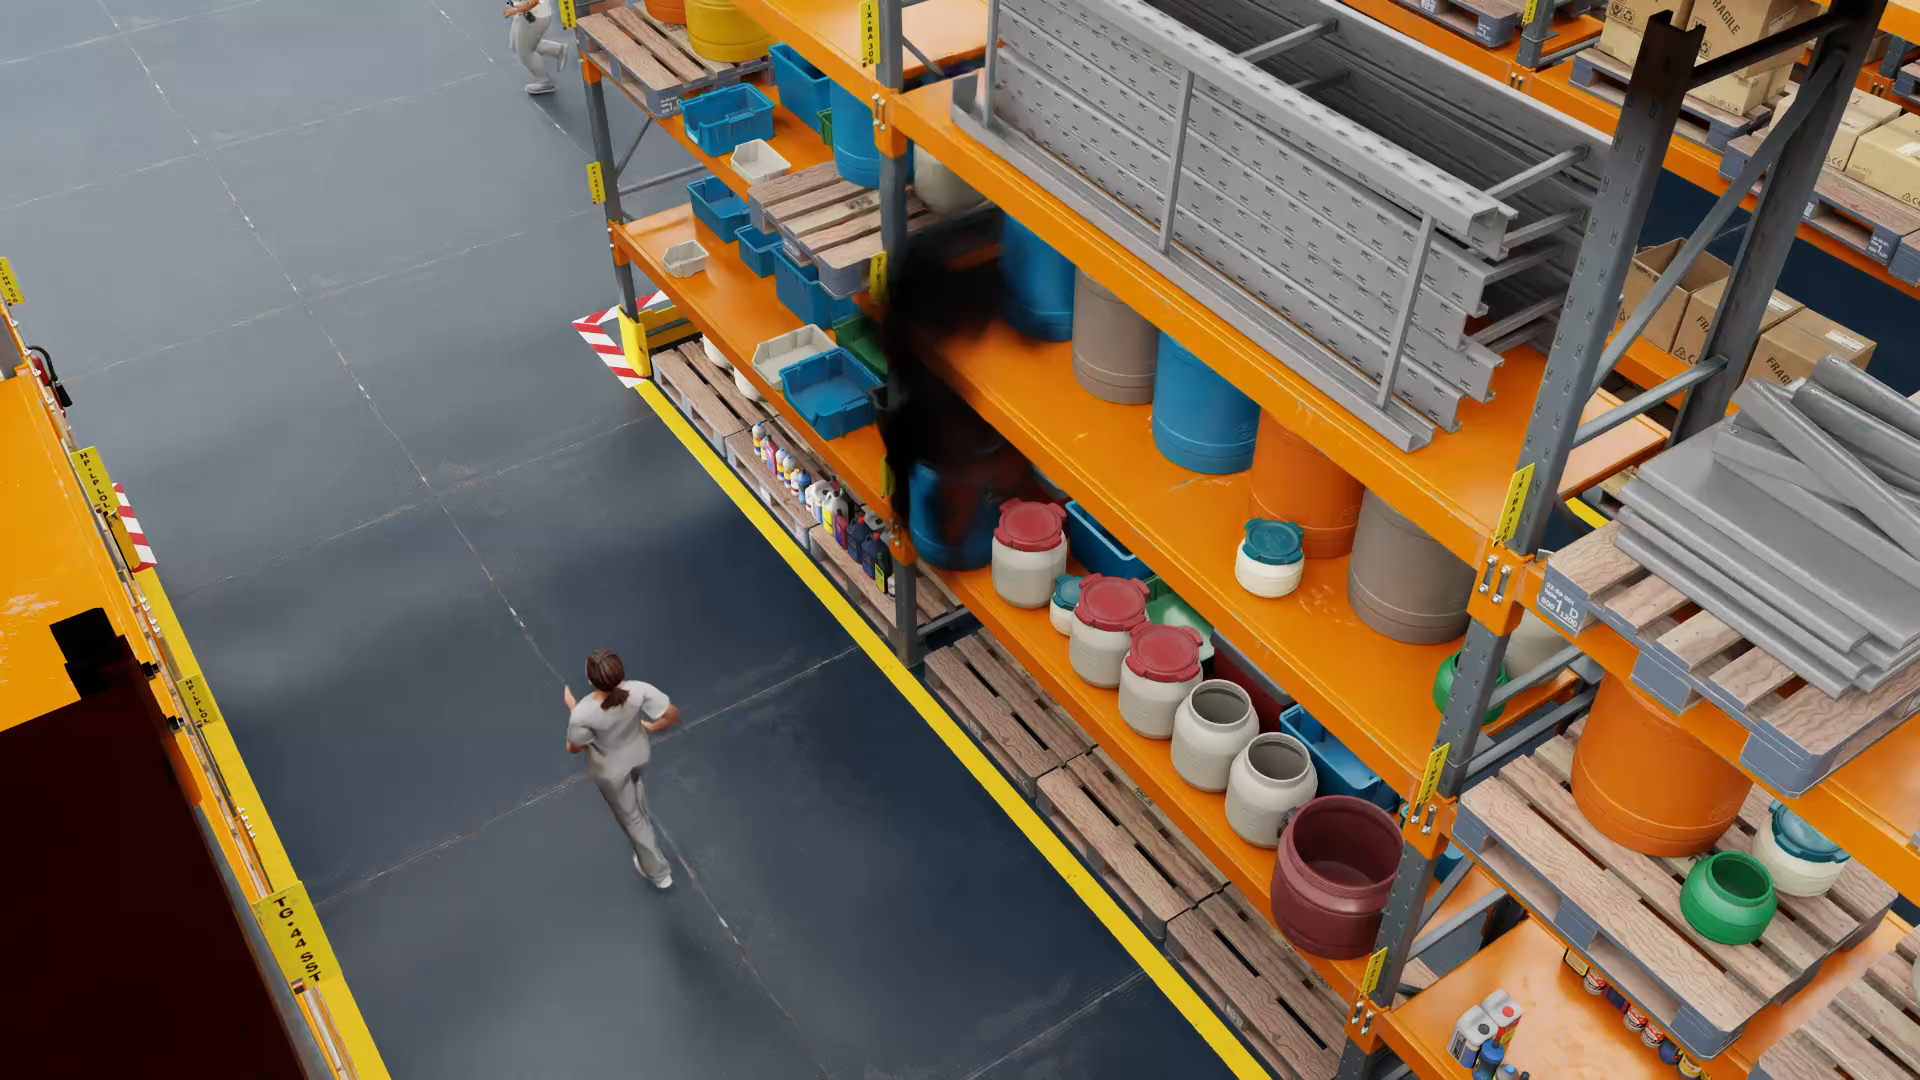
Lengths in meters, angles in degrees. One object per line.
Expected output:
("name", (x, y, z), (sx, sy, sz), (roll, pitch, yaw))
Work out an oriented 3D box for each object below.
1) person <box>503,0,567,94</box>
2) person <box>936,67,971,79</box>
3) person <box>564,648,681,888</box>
("person", (-4.145, -5.105, 16.127), (0.542, 1.612, 0.621), (-8, 43, -9))
("person", (-0.172, -4.868, 15.883), (0.651, 1.637, 0.613), (2, 43, 2))
("person", (-1.801, 1.189, 8.845), (0.543, 1.757, 0.668), (-33, 52, -30))
